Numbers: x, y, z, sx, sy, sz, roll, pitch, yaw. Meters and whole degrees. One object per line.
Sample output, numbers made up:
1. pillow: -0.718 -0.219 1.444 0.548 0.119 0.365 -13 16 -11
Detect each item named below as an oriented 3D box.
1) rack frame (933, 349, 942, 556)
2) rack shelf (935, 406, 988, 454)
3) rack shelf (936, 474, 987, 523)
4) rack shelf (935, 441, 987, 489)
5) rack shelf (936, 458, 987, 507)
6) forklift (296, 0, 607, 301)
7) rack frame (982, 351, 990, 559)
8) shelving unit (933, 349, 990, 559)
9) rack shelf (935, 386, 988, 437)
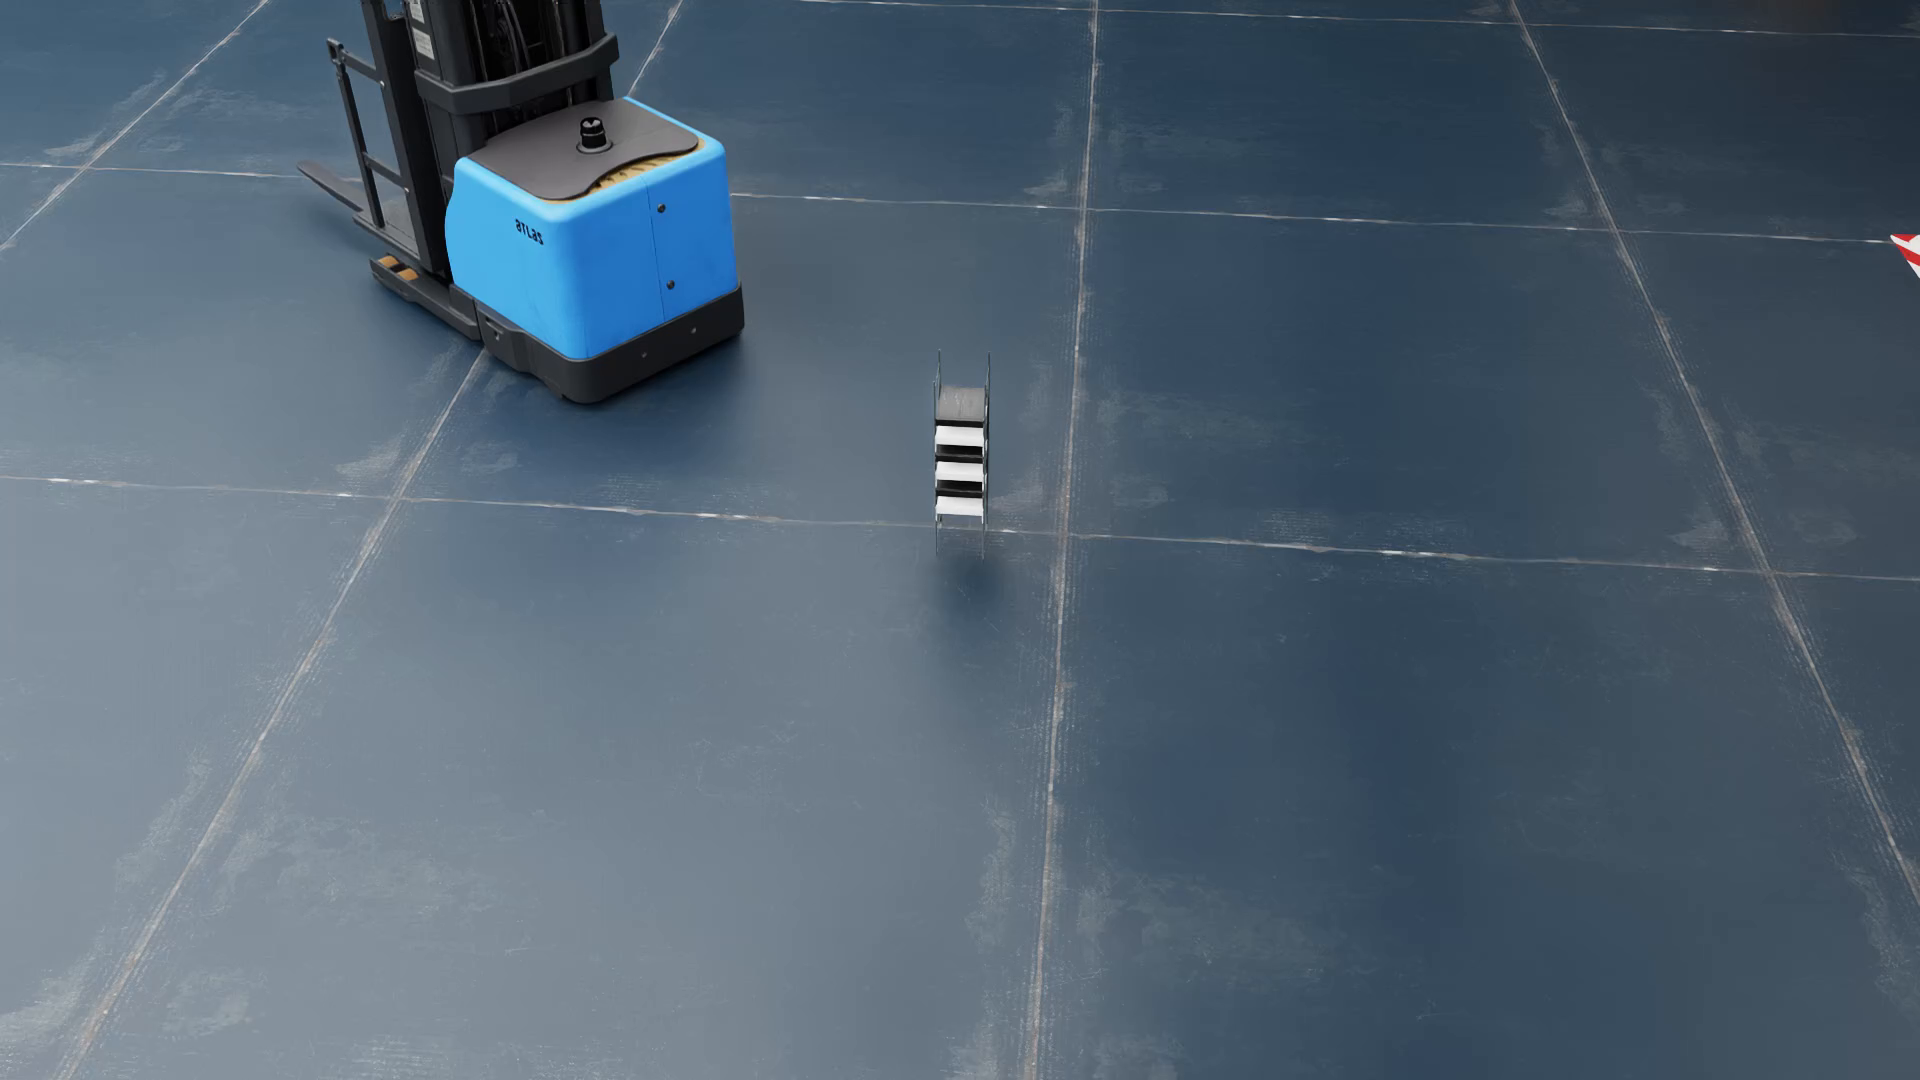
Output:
1. rack frame: -0.093 -0.354 6.972 0.006 0.900 0.240 3 39 4
2. rack shelf: 0.008 -0.462 6.873 0.200 0.077 0.258 3 39 4
3. rack shelf: 0.008 -0.183 7.100 0.200 0.077 0.258 3 39 4
4. rack shelf: 0.008 -0.323 6.986 0.200 0.077 0.258 3 39 4
5. rack shelf: 0.008 -0.253 7.043 0.200 0.077 0.258 3 39 4
6. forklift: -2.534 -2.608 8.182 2.937 2.867 1.118 32 49 33
7. rack frame: 0.109 -0.343 6.959 0.006 0.900 0.240 3 39 4
8. shelving unit: 0.008 -0.349 6.965 0.210 0.900 0.258 3 39 4
9. rack shelf: 0.008 -0.532 6.816 0.200 0.077 0.258 3 39 4
